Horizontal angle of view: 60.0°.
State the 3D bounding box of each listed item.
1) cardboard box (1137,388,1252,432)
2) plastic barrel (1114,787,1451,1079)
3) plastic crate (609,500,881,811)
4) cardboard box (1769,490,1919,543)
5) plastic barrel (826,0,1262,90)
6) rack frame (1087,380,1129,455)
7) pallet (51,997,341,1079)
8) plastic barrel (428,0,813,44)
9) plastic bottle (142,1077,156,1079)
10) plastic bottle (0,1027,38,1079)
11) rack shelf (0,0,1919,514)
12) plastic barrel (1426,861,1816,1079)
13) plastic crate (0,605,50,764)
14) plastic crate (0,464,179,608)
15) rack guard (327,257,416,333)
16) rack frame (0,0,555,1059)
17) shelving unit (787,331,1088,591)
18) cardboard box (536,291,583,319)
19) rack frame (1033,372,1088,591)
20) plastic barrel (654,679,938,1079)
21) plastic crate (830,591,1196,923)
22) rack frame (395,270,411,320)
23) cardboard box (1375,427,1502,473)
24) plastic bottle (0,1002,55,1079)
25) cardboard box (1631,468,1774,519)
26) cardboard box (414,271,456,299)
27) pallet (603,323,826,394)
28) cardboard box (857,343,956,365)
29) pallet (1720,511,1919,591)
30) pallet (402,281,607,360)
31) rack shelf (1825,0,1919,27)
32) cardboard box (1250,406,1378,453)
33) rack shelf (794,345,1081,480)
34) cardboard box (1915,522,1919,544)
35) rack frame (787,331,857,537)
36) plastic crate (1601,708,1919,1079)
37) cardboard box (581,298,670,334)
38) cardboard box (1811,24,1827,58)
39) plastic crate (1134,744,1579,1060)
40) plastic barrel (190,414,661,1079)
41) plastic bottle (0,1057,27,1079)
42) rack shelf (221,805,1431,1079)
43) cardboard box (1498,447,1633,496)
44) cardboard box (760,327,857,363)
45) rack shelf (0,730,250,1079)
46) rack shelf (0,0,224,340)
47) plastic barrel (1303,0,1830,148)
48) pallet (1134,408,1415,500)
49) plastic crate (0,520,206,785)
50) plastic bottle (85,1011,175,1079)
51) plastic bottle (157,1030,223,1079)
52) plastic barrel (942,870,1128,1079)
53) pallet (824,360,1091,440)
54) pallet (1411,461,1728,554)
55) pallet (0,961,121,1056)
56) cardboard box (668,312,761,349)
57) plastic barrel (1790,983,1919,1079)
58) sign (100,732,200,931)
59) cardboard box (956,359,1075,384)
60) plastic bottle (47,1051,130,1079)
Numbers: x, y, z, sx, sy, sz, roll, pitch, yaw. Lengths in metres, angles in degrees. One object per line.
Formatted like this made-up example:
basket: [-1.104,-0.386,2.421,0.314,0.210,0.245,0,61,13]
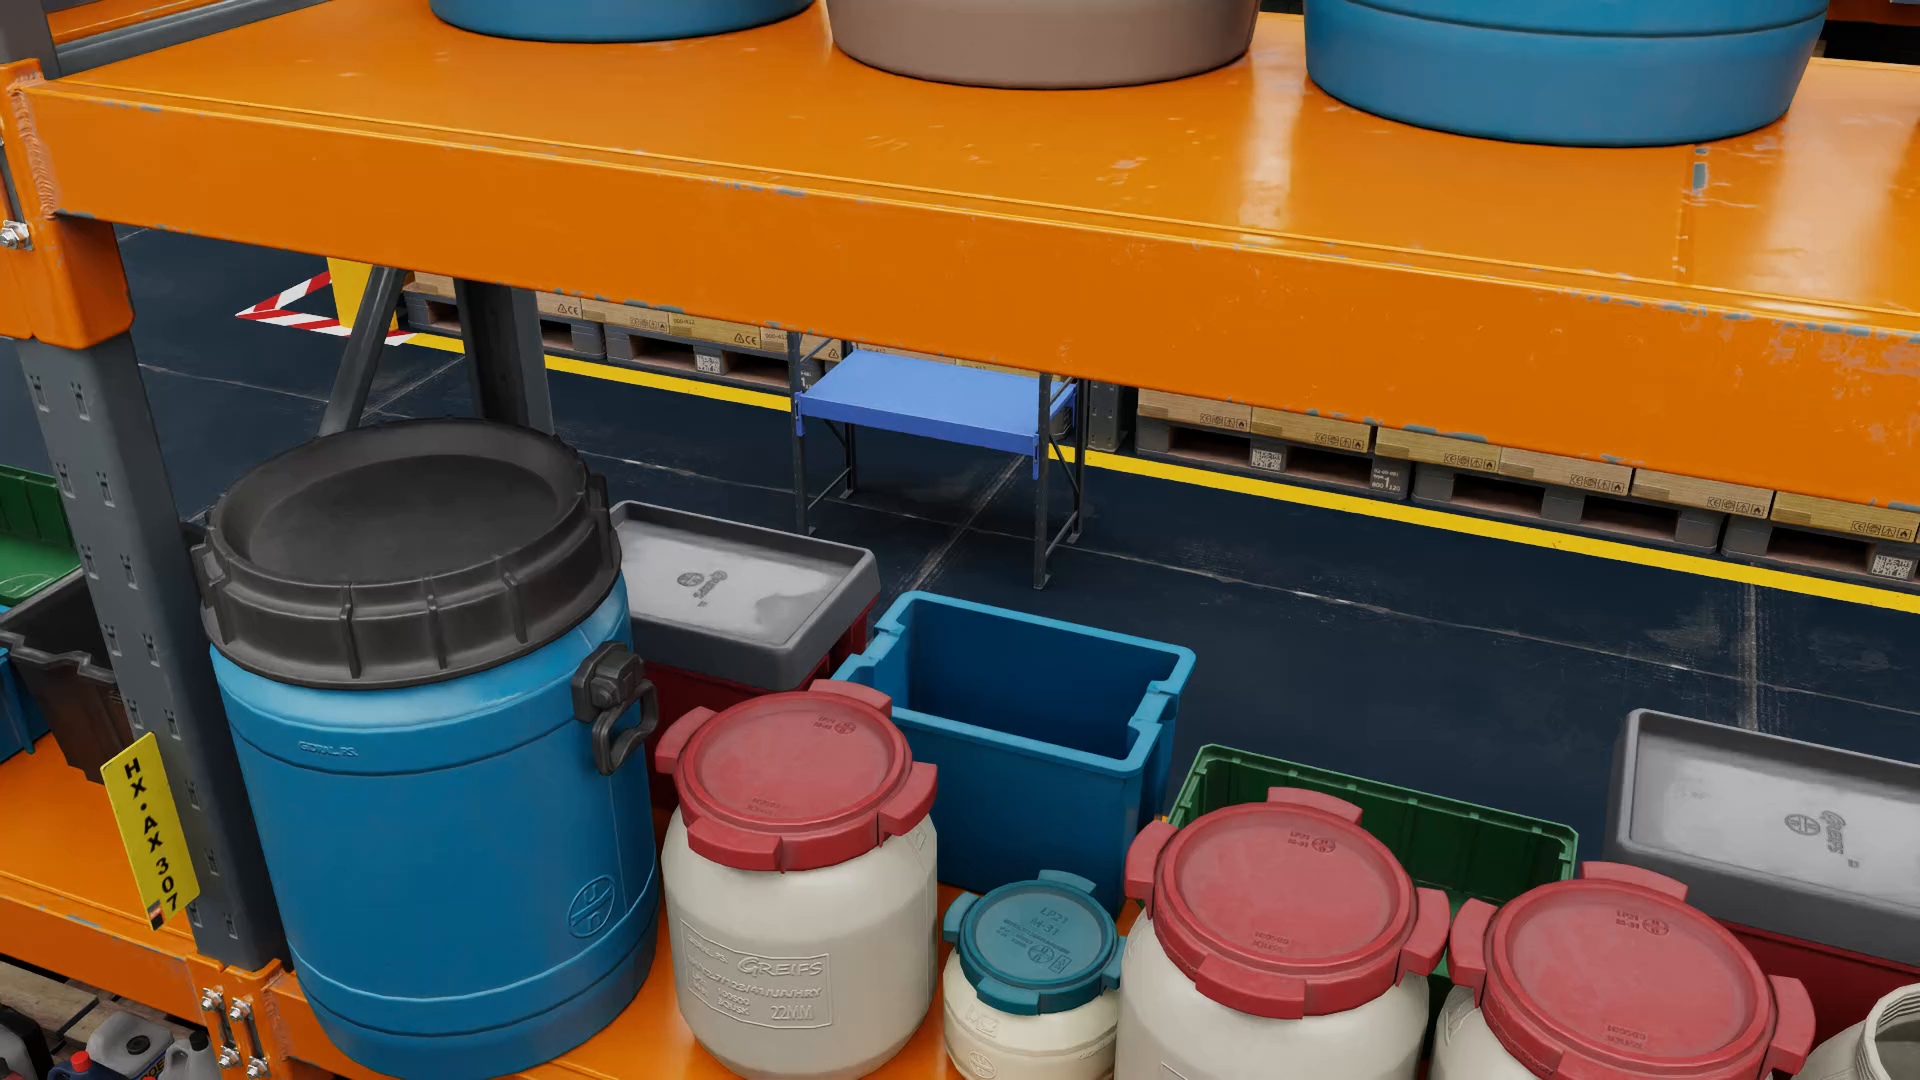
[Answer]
cardboard box: [1.098,-0.725,7.351,0.500,0.250,0.500,11,31,18]
plastic barrel: [0.435,0.685,2.351,0.433,0.535,0.433,0,29,0]
plastic crate: [-0.485,0.254,3.188,0.583,0.464,0.402,11,31,19]
cardboard box: [3.465,-0.252,6.515,0.500,0.250,0.500,11,31,19]
plastic barrel: [0.110,-1.076,2.048,0.600,0.901,0.600,0,29,0]
rack frame: [0.817,-1.926,7.110,0.127,3.000,1.000,11,31,19]
pallet: [-1.655,1.402,4.055,1.213,0.211,1.003,11,31,19]
plastic barrel: [-0.496,-1.197,2.262,0.708,0.901,0.600,11,31,19]
plastic bottle: [-1.754,1.305,3.637,0.185,0.351,0.144,10,31,18]
plastic bottle: [-2.231,1.210,3.805,0.185,0.351,0.144,11,31,19]
rack shelf: [0.804,-0.291,1.899,4.000,0.370,1.077,11,31,19]
plastic barrel: [0.836,0.765,2.210,0.433,0.535,0.433,0,29,0]
plastic crate: [-2.176,0.315,3.295,0.616,0.251,0.499,11,31,19]
plastic crate: [-2.201,0.044,3.839,0.662,0.188,0.450,11,31,19]
rack guard: [-2.912,-1.583,9.042,0.348,0.500,1.175,11,31,19]
rack frame: [-1.050,0.333,3.112,0.053,2.616,0.949,11,31,19]
shelving unit: [-0.079,-0.669,6.409,1.048,1.500,0.538,11,31,19]
cardboard box: [-2.012,-1.361,8.476,0.500,0.250,0.500,11,31,19]
rack frame: [0.392,-0.575,6.242,0.032,1.500,0.500,11,31,19]
plastic barrel: [-0.245,0.549,2.592,0.433,0.535,0.433,0,29,0]
plastic crate: [0.090,0.401,3.009,0.575,0.384,0.392,11,31,19]
rack frame: [-2.890,-2.666,8.419,0.127,3.000,1.000,11,31,19]
cardboard box: [2.052,-0.535,7.015,0.500,0.250,0.500,10,31,18]
plastic bottle: [-2.216,1.188,3.913,0.133,0.283,0.061,11,31,19]
cardboard box: [3.000,-0.346,6.682,0.500,0.250,0.500,12,32,20]
cardboard box: [-2.476,-1.451,8.637,0.500,0.250,0.500,11,31,19]
pallet: [-1.039,-1.104,8.488,1.213,0.211,1.003,11,31,19]
cardboard box: [-0.155,-0.995,7.830,0.500,0.250,0.500,11,31,19]
pallet: [3.775,-0.142,6.788,1.213,0.211,1.003,11,31,19]
pallet: [-2.165,-1.330,8.888,1.213,0.211,1.003,11,31,19]
rack shelf: [4.529,-3.502,10.629,4.000,0.370,1.077,11,31,19]
cardboard box: [1.571,-0.629,7.183,0.500,0.250,0.500,12,32,20]
rack shelf: [-0.079,-0.512,6.497,1.000,0.185,0.538,11,31,19]
cardboard box: [3.944,-0.158,6.349,0.500,0.250,0.500,12,32,20]
rack frame: [-0.550,-0.763,6.575,0.032,1.500,0.500,11,31,19]
plastic crate: [1.275,0.605,2.566,0.583,0.464,0.402,11,31,19]
cardboard box: [-1.548,-1.268,8.312,0.500,0.250,0.500,11,31,19]
cardboard box: [5.191,-3.119,10.551,0.500,0.250,0.500,12,32,20]
plastic crate: [0.671,0.617,2.825,0.662,0.188,0.450,11,31,19]
plastic barrel: [-0.805,0.323,2.621,0.708,0.901,0.600,11,31,19]
plastic bottle: [-2.098,1.288,3.736,0.133,0.283,0.061,13,32,22]
rack shelf: [0.804,1.015,2.637,4.000,0.370,1.077,11,31,19]
cardboard box: [2.523,-0.440,6.848,0.500,0.250,0.500,12,32,20]
cardboard box: [-0.623,-1.081,7.982,0.500,0.250,0.500,11,31,19]
rack shelf: [-2.902,0.275,3.947,4.000,0.370,1.077,11,31,19]
rack shelf: [-2.902,-1.031,3.209,4.000,0.370,1.077,11,31,19]
plastic barrel: [0.716,-0.955,1.834,0.708,0.901,0.600,11,31,19]
pallet: [1.514,-0.594,7.586,1.213,0.211,1.003,11,31,19]
plastic crate: [-1.486,0.204,3.404,0.504,0.338,0.767,11,31,19]
plastic bottle: [-1.899,1.230,3.846,0.135,0.276,0.152,11,31,19]
plastic bottle: [-1.700,1.240,3.753,0.185,0.351,0.144,11,31,19]
plastic barrel: [0.120,0.707,2.592,0.301,0.262,0.301,0,29,0]
pallet: [0.096,-0.879,8.090,1.213,0.211,1.003,11,31,19]
pallet: [2.649,-0.369,7.188,1.213,0.211,1.003,11,31,19]
pallet: [-2.790,1.177,4.453,1.213,0.211,1.003,11,31,19]
cardboard box: [-1.087,-1.173,8.145,0.500,0.250,0.500,11,31,19]
plastic barrel: [1.234,0.852,2.081,0.421,0.512,0.421,0,29,0]
sign: [-1.266,0.460,2.607,0.005,0.325,0.100,11,31,19]
cardboard box: [0.305,-0.898,7.658,0.500,0.250,0.500,11,31,19]
plastic bottle: [-1.932,1.270,3.700,0.185,0.351,0.144,10,31,17]
